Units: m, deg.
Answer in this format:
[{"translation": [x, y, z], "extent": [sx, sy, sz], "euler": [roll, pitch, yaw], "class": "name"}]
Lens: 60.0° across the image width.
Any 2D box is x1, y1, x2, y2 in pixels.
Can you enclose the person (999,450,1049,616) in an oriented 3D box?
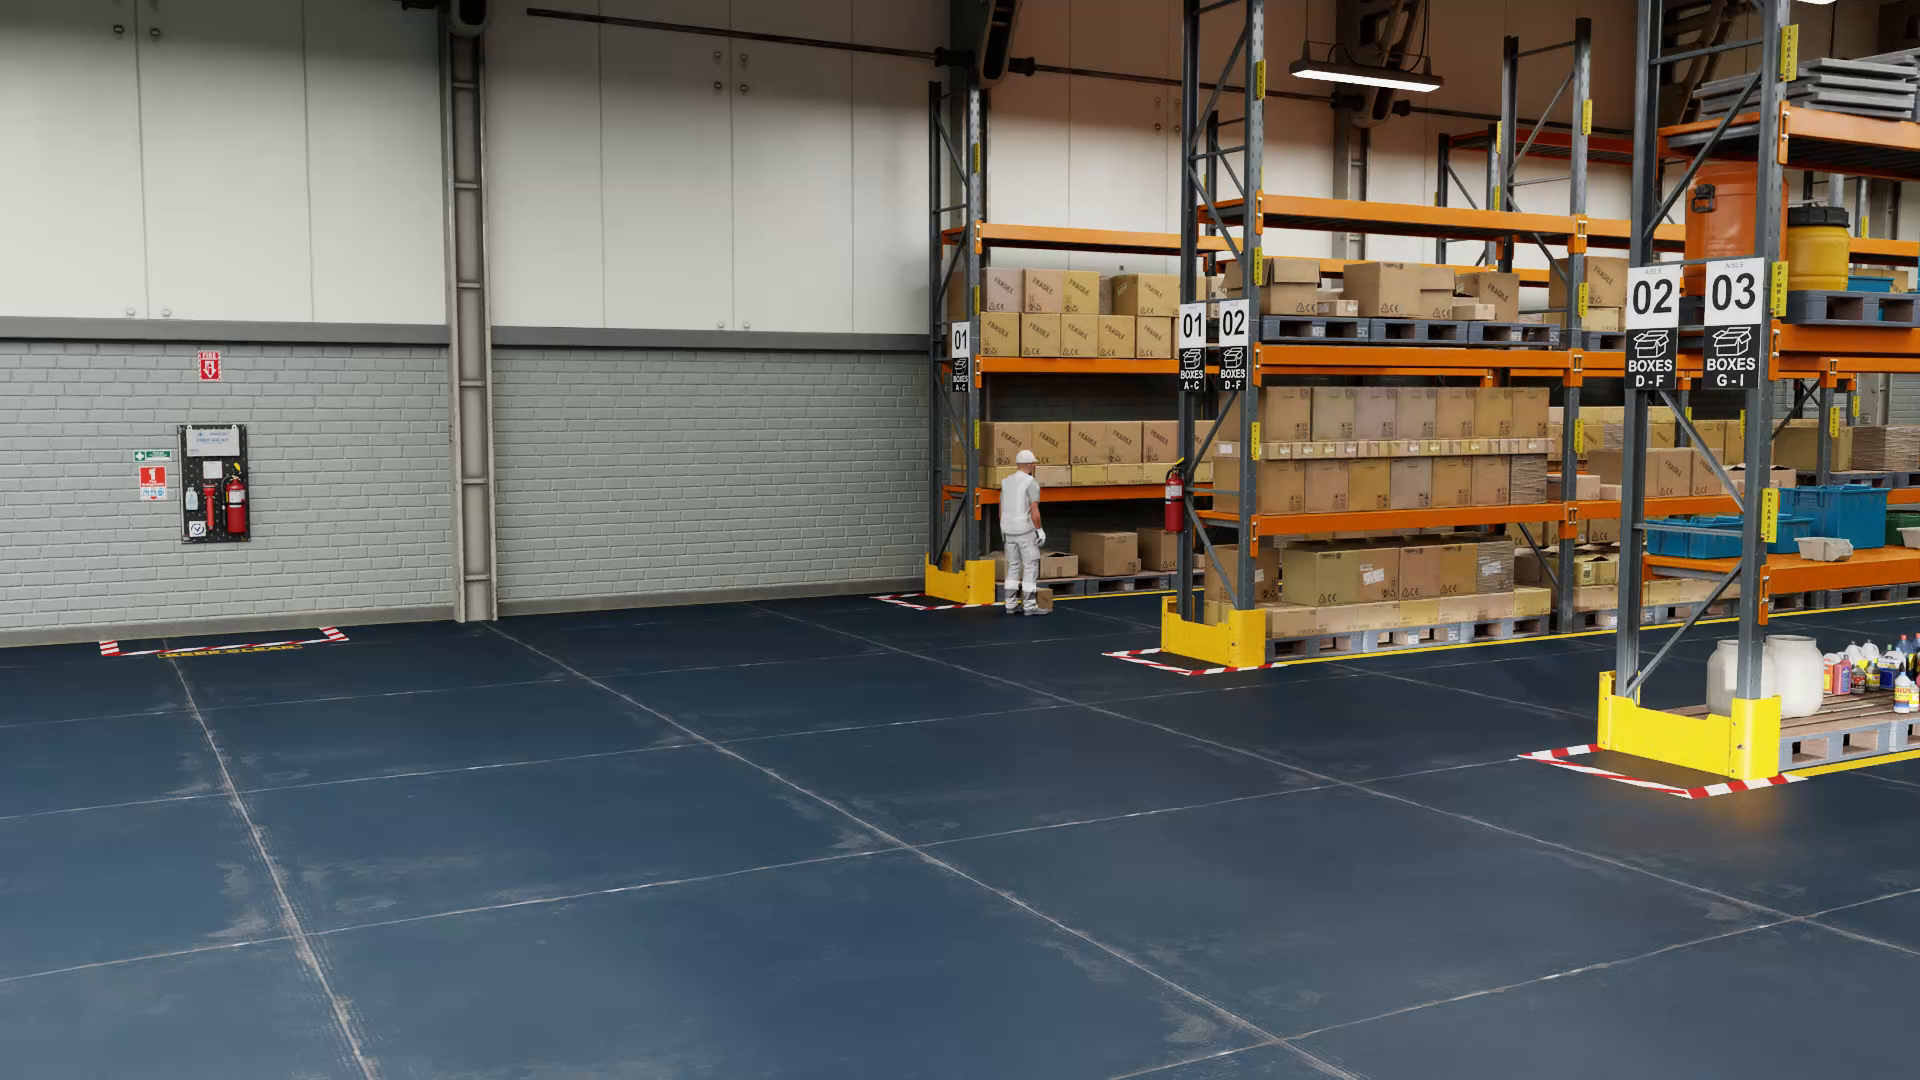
[{"translation": [0.683, -0.083, 18.061], "extent": [0.455, 1.779, 0.610], "euler": [-5, 7, -42], "class": "person"}]
